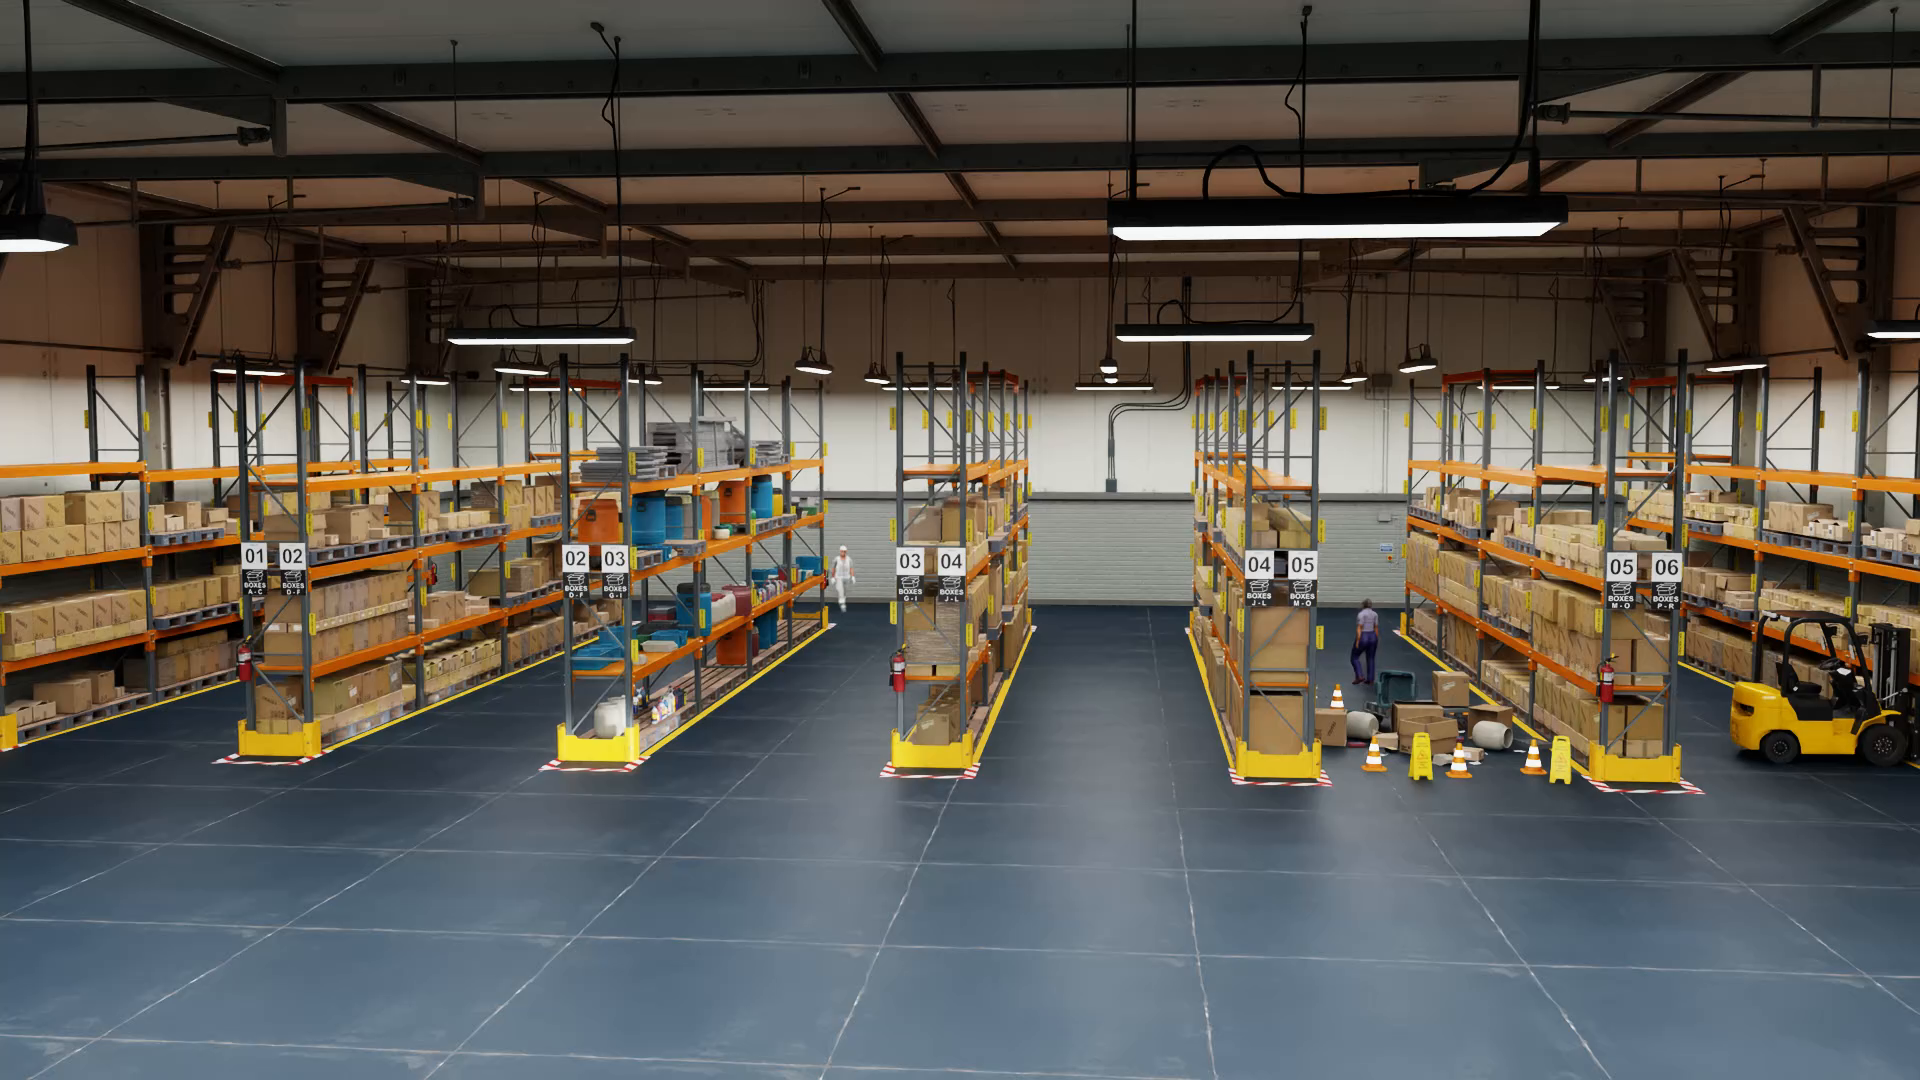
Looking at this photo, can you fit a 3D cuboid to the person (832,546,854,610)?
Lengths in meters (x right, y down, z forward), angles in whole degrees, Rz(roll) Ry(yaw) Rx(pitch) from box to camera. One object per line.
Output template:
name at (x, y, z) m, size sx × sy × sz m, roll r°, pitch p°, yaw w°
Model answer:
person at (-3.090, 0.989, 43.688) m, size 0.555 × 1.677 × 0.964 m, roll -1°, pitch 4°, yaw -20°

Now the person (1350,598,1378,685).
person at (7.730, 1.946, 31.711) m, size 0.529 × 1.683 × 0.392 m, roll -2°, pitch 4°, yaw -23°
